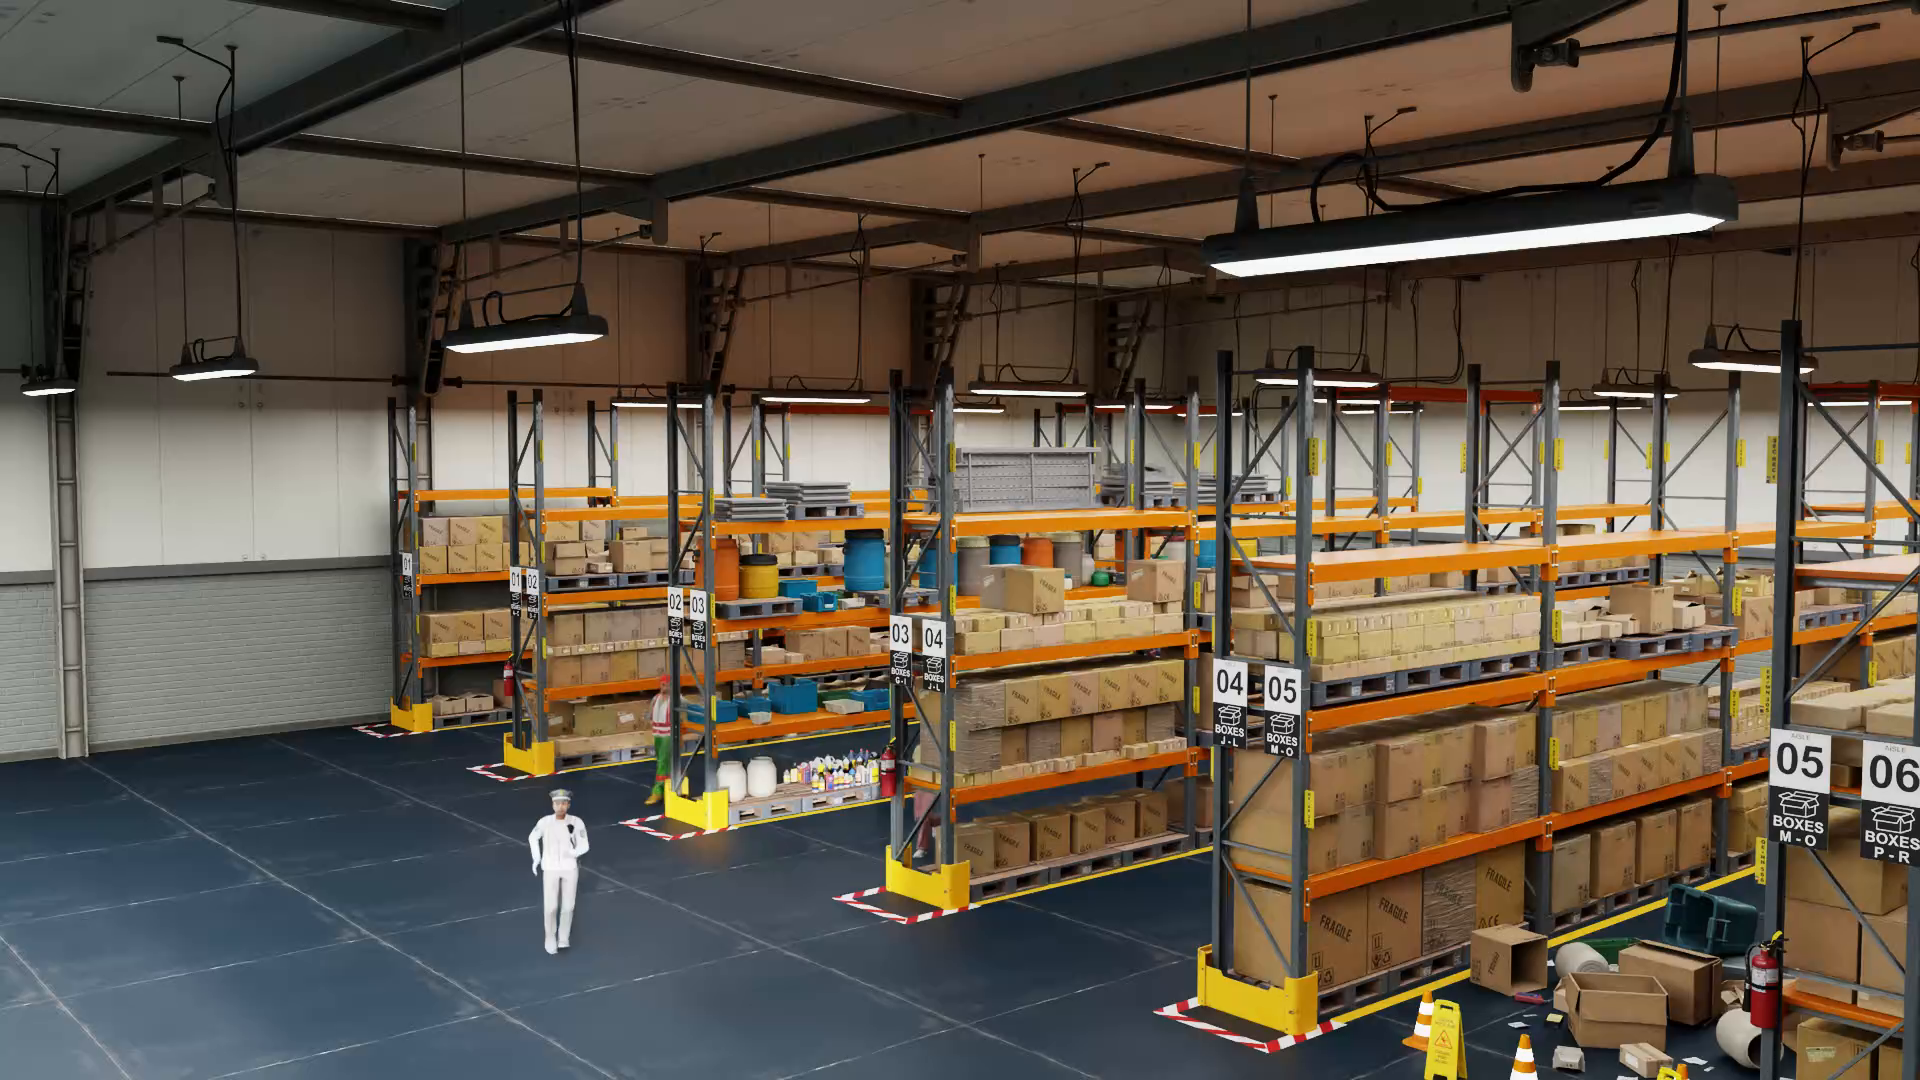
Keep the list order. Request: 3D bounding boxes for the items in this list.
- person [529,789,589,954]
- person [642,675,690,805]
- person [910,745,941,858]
[{"bbox_3d":[-4.032,3.336,16.747,0.583,1.673,0.649,-1,3,-15],"label":"person"},{"bbox_3d":[-4.244,2.838,23.950,0.652,1.793,0.914,2,4,36],"label":"person"},{"bbox_3d":[-0.372,3.133,20.964,0.581,1.645,0.756,2,4,30],"label":"person"}]
